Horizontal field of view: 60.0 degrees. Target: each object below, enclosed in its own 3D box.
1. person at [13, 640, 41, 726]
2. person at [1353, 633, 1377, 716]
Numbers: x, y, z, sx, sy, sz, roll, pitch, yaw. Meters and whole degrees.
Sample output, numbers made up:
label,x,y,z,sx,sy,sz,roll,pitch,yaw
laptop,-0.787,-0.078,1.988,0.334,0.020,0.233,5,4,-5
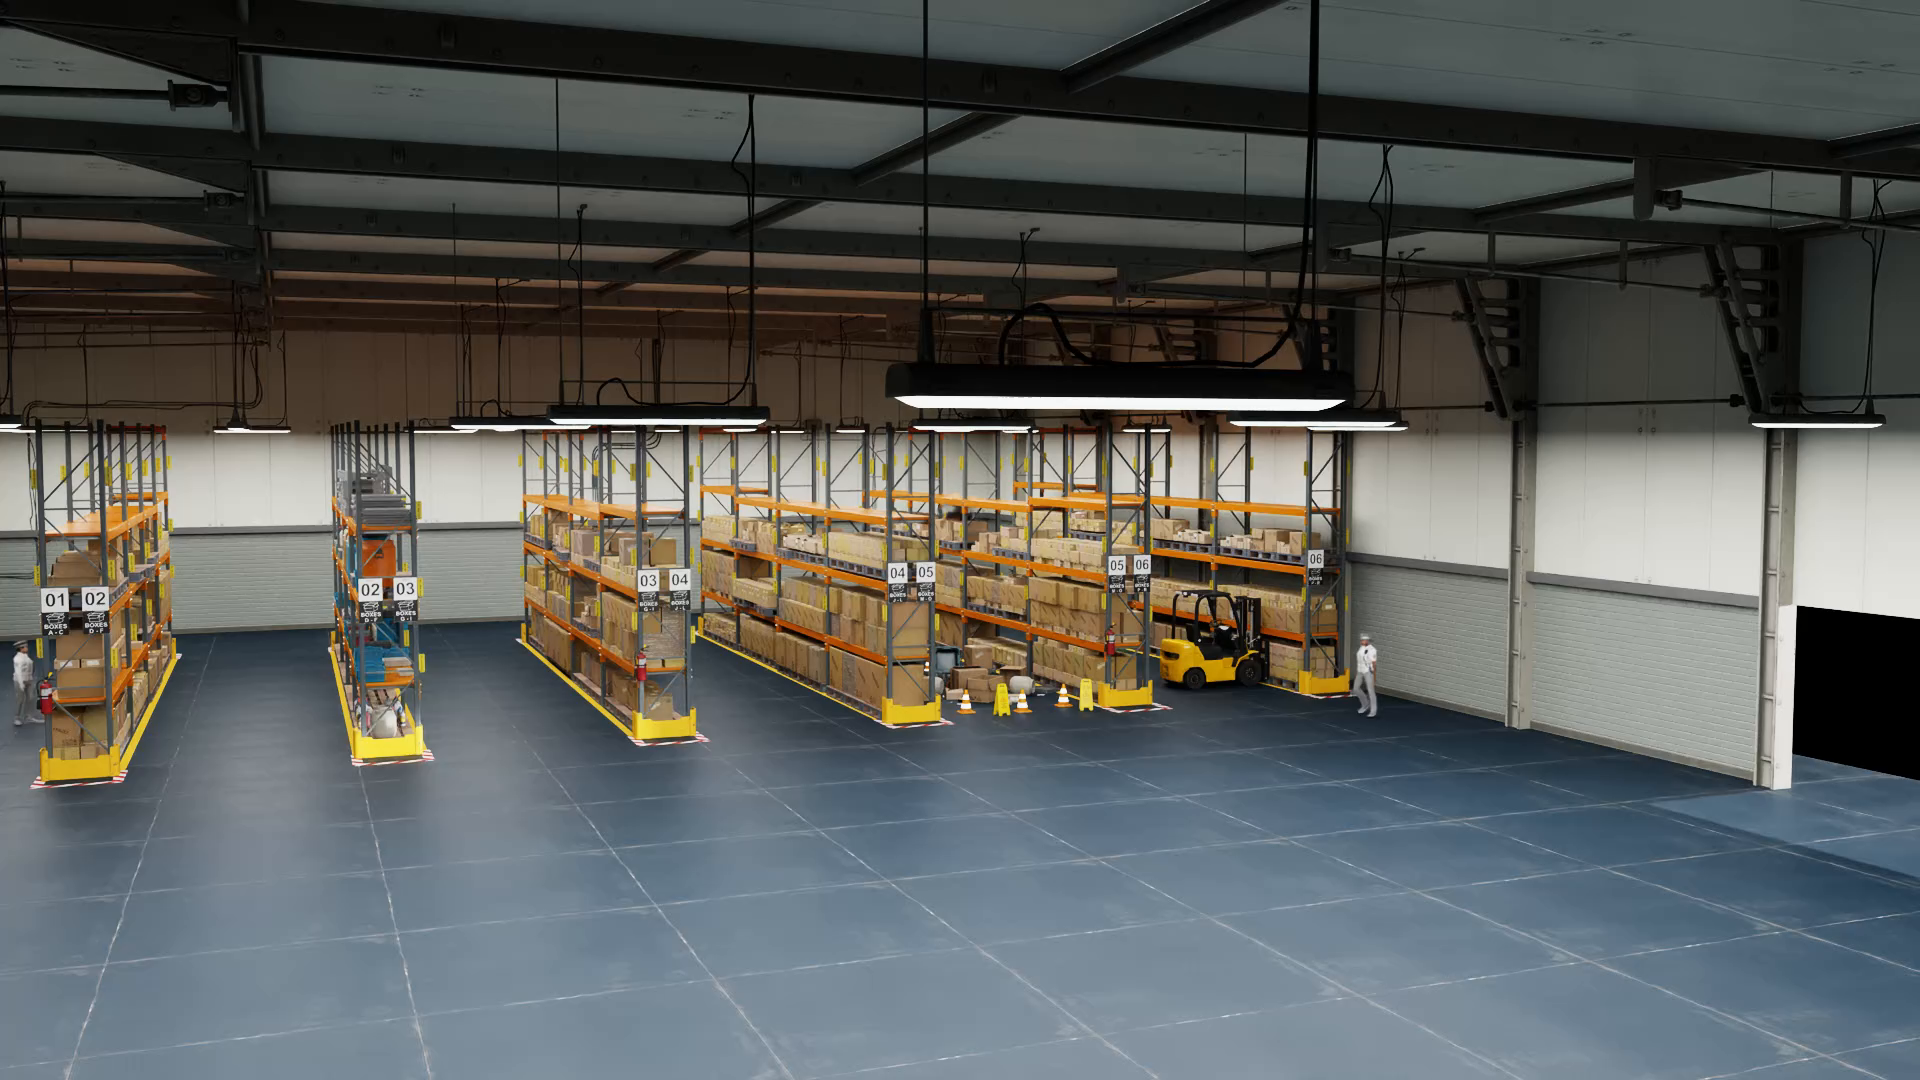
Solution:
label,x,y,z,sx,sy,sz,roll,pitch,yaw
person,-18.599,2.824,33.020,0.426,1.687,0.514,1,4,9
person,8.348,2.752,34.057,0.397,1.689,0.566,-2,4,-25
